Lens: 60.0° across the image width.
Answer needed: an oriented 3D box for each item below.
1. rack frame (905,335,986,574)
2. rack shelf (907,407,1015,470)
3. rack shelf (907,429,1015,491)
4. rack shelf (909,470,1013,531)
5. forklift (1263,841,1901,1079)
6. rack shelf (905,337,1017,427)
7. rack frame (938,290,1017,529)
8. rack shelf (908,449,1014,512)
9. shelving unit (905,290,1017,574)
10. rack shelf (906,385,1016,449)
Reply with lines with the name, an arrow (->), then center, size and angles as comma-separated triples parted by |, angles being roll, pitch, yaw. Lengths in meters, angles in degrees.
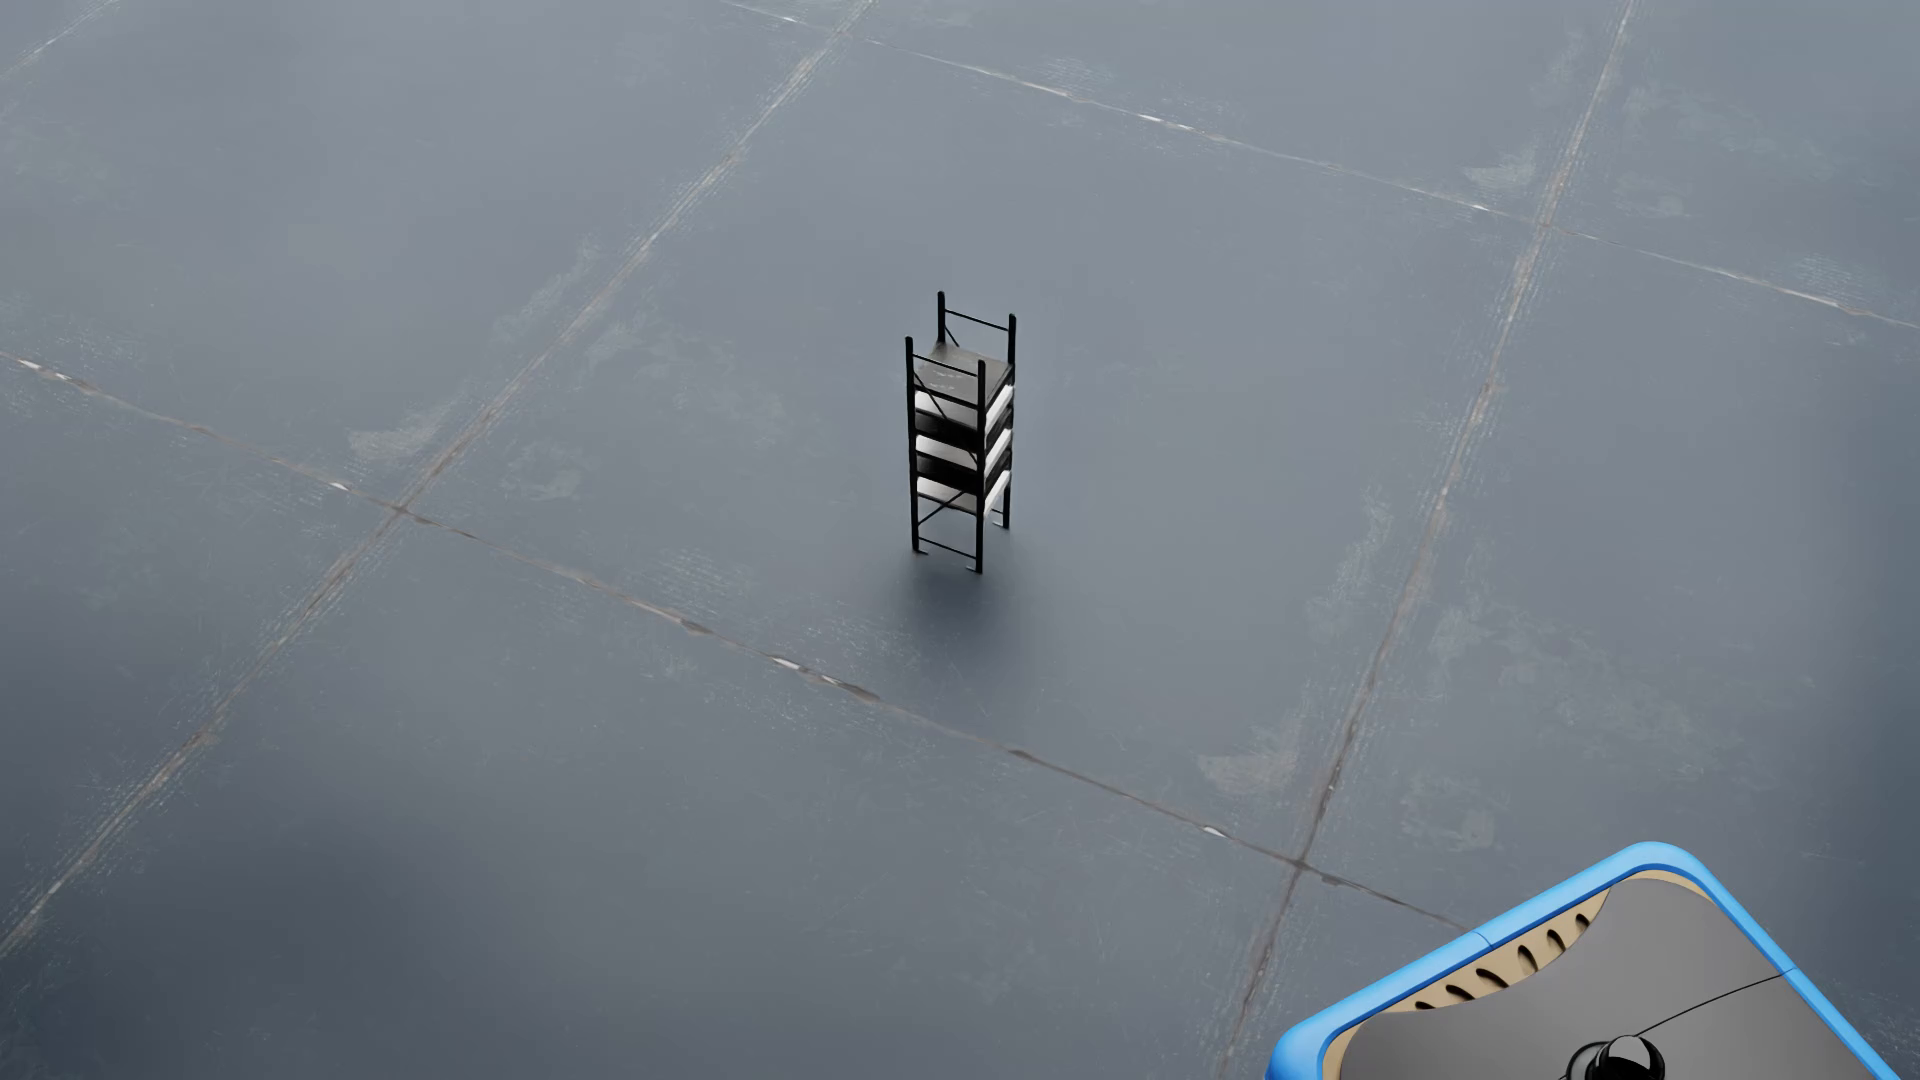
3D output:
rack frame -> -0.040, -0.227, 4.852 | 0.240, 0.900, 0.006 | 20, 52, 16
rack shelf -> 0.003, -0.334, 4.869 | 0.258, 0.077, 0.200 | 20, 52, 16
rack shelf -> 0.003, -0.276, 4.937 | 0.258, 0.077, 0.200 | 20, 52, 16
rack shelf -> 0.003, -0.159, 5.075 | 0.258, 0.077, 0.200 | 20, 52, 16
forklift -> 1.688, 1.498, 2.051 | 1.130, 2.935, 3.031 | -22, 53, -18
rack shelf -> 0.003, -0.451, 4.732 | 0.258, 0.077, 0.200 | 20, 52, 16
rack frame -> 0.047, -0.367, 4.972 | 0.240, 0.900, 0.006 | 20, 52, 16
rack shelf -> 0.003, -0.217, 5.006 | 0.258, 0.077, 0.200 | 20, 52, 16
shelving unit -> 0.003, -0.297, 4.912 | 0.258, 0.900, 0.210 | 20, 52, 16
rack shelf -> 0.003, -0.392, 4.800 | 0.258, 0.077, 0.200 | 20, 52, 16
